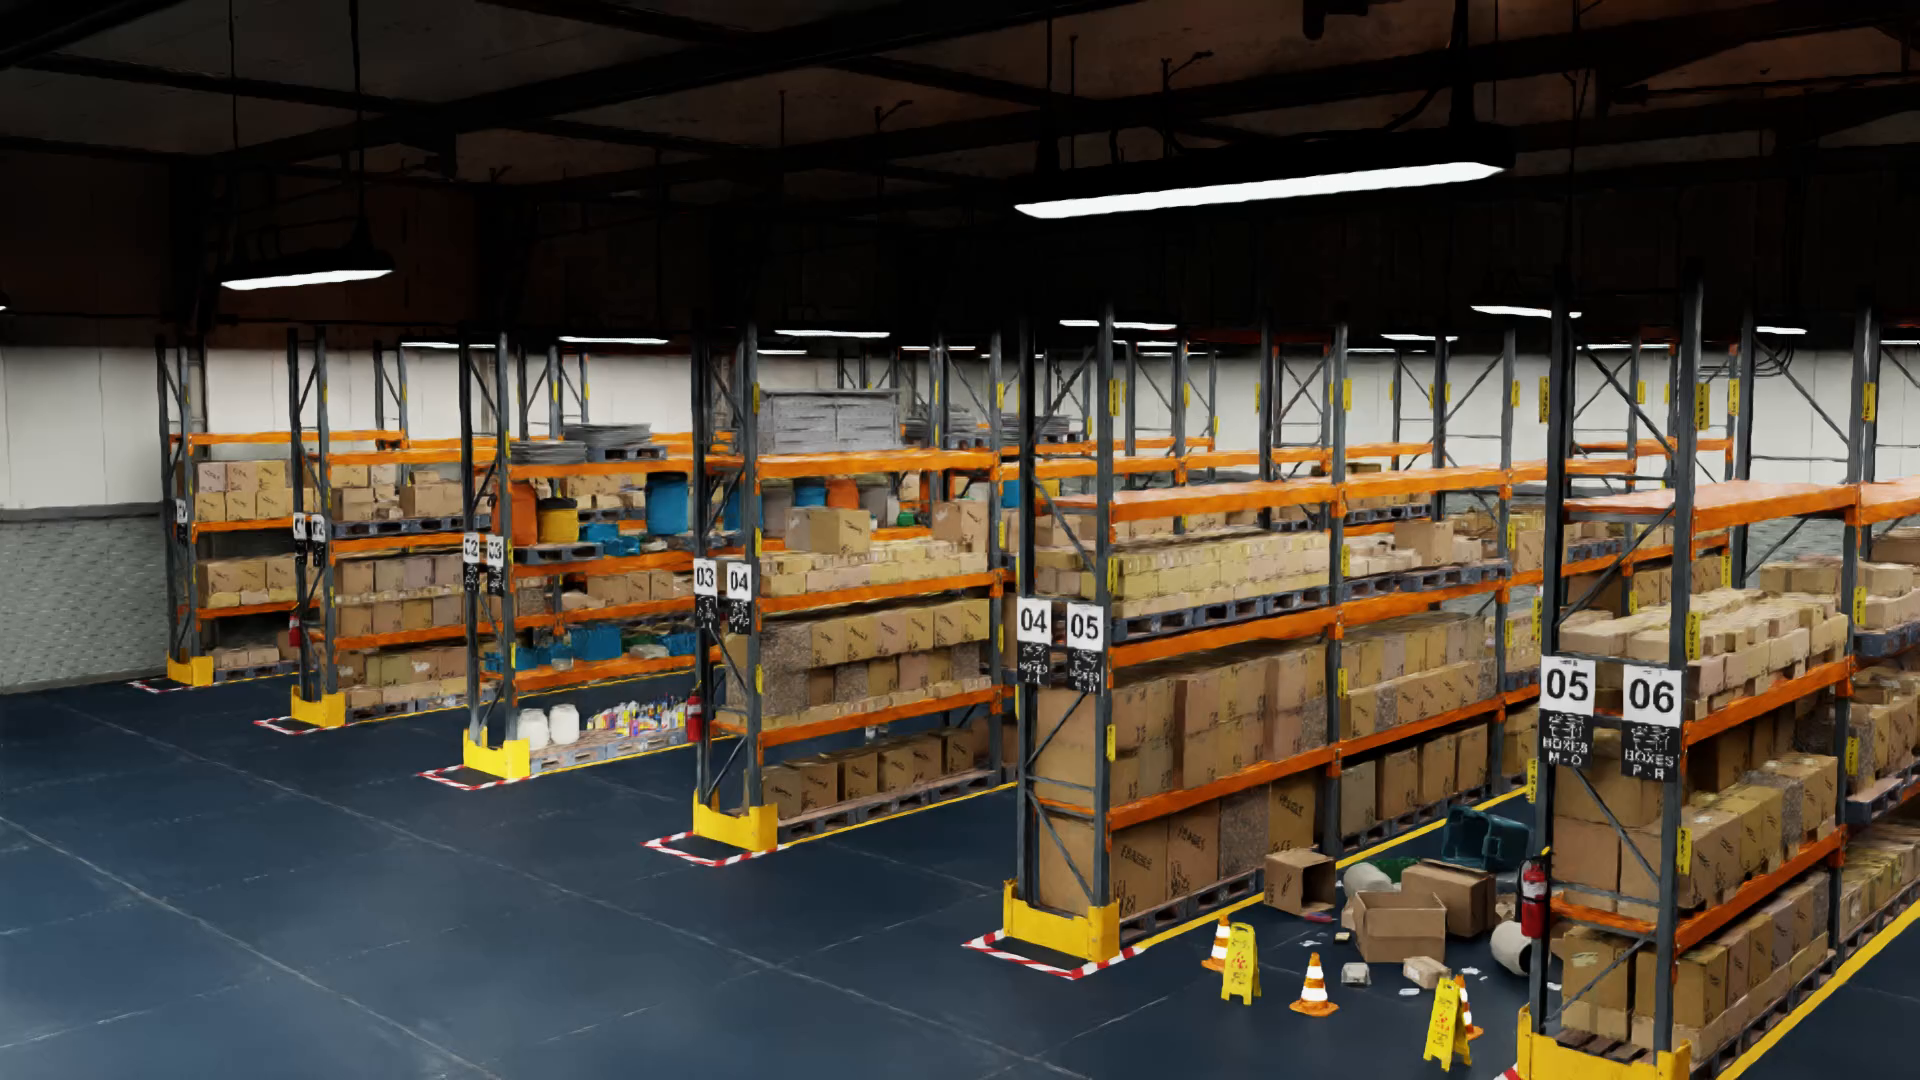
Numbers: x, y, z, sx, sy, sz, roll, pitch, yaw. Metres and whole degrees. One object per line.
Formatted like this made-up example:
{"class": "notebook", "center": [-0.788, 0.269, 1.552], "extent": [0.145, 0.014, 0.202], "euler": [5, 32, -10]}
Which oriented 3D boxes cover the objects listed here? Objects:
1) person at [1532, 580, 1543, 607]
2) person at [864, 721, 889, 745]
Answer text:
{"class": "person", "center": [10.515, 1.470, 29.997], "extent": [0.711, 1.786, 0.552], "euler": [1, 6, 14]}
{"class": "person", "center": [-1.082, 2.085, 23.144], "extent": [0.442, 1.791, 0.601], "euler": [1, 6, 13]}
